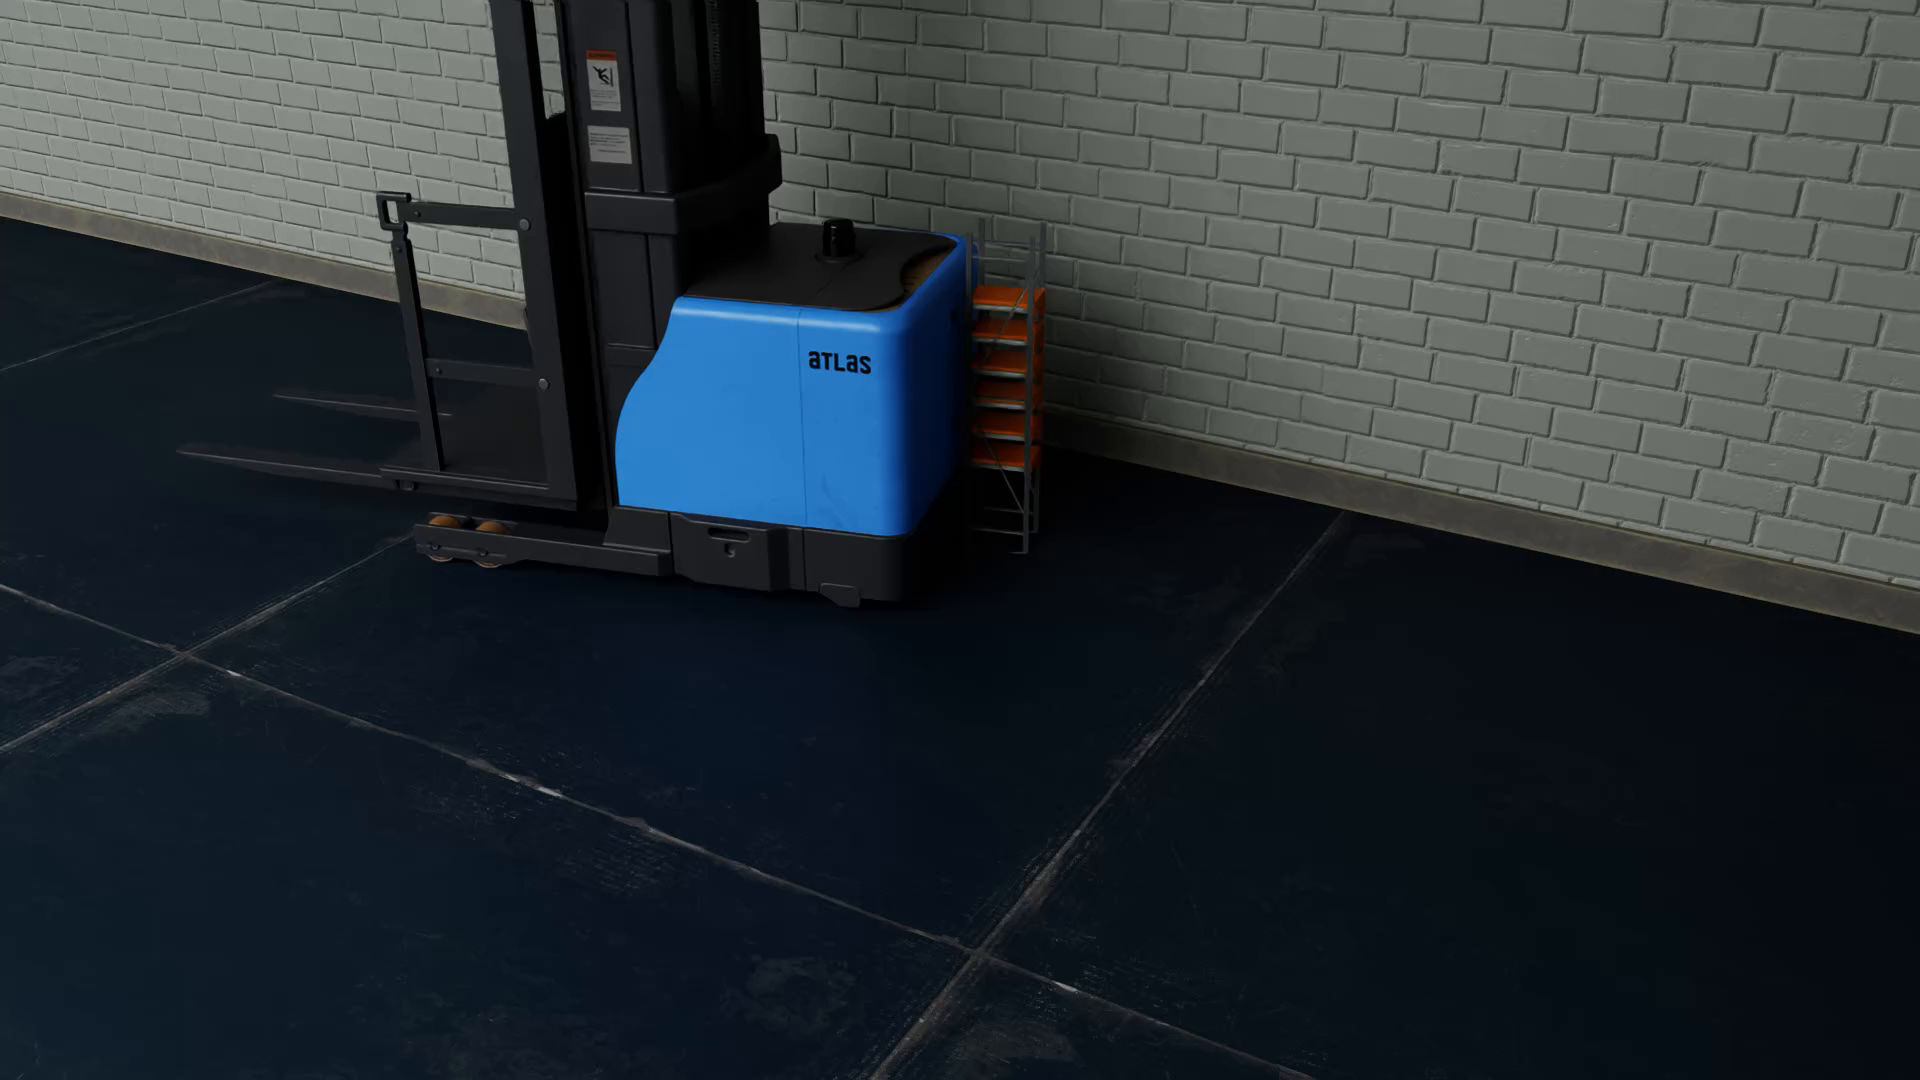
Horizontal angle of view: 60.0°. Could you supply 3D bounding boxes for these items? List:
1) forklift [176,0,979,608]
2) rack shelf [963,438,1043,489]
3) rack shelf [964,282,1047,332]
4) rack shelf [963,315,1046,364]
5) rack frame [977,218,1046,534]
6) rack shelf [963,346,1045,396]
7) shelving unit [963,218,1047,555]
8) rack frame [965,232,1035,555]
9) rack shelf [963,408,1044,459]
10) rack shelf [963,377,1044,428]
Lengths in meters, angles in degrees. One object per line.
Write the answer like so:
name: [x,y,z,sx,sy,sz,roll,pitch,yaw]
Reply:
forklift: [-1.493,-1.427,5.827,3.031,2.935,1.130,7,27,13]
rack shelf: [0.159,-0.282,6.107,0.258,0.103,0.180,7,27,13]
rack shelf: [0.160,-0.820,5.841,0.258,0.103,0.180,7,27,13]
rack shelf: [0.160,-0.712,5.895,0.258,0.103,0.180,7,27,13]
rack frame: [0.182,-0.576,6.061,0.240,1.200,0.006,7,27,13]
rack shelf: [0.159,-0.605,5.948,0.258,0.103,0.180,7,27,13]
shelving unit: [0.159,-0.537,5.981,0.258,1.200,0.189,7,27,13]
rack frame: [0.137,-0.498,5.901,0.240,1.200,0.006,7,27,13]
rack shelf: [0.159,-0.390,6.054,0.258,0.103,0.180,7,27,13]
rack shelf: [0.159,-0.497,6.001,0.258,0.103,0.180,7,27,13]
